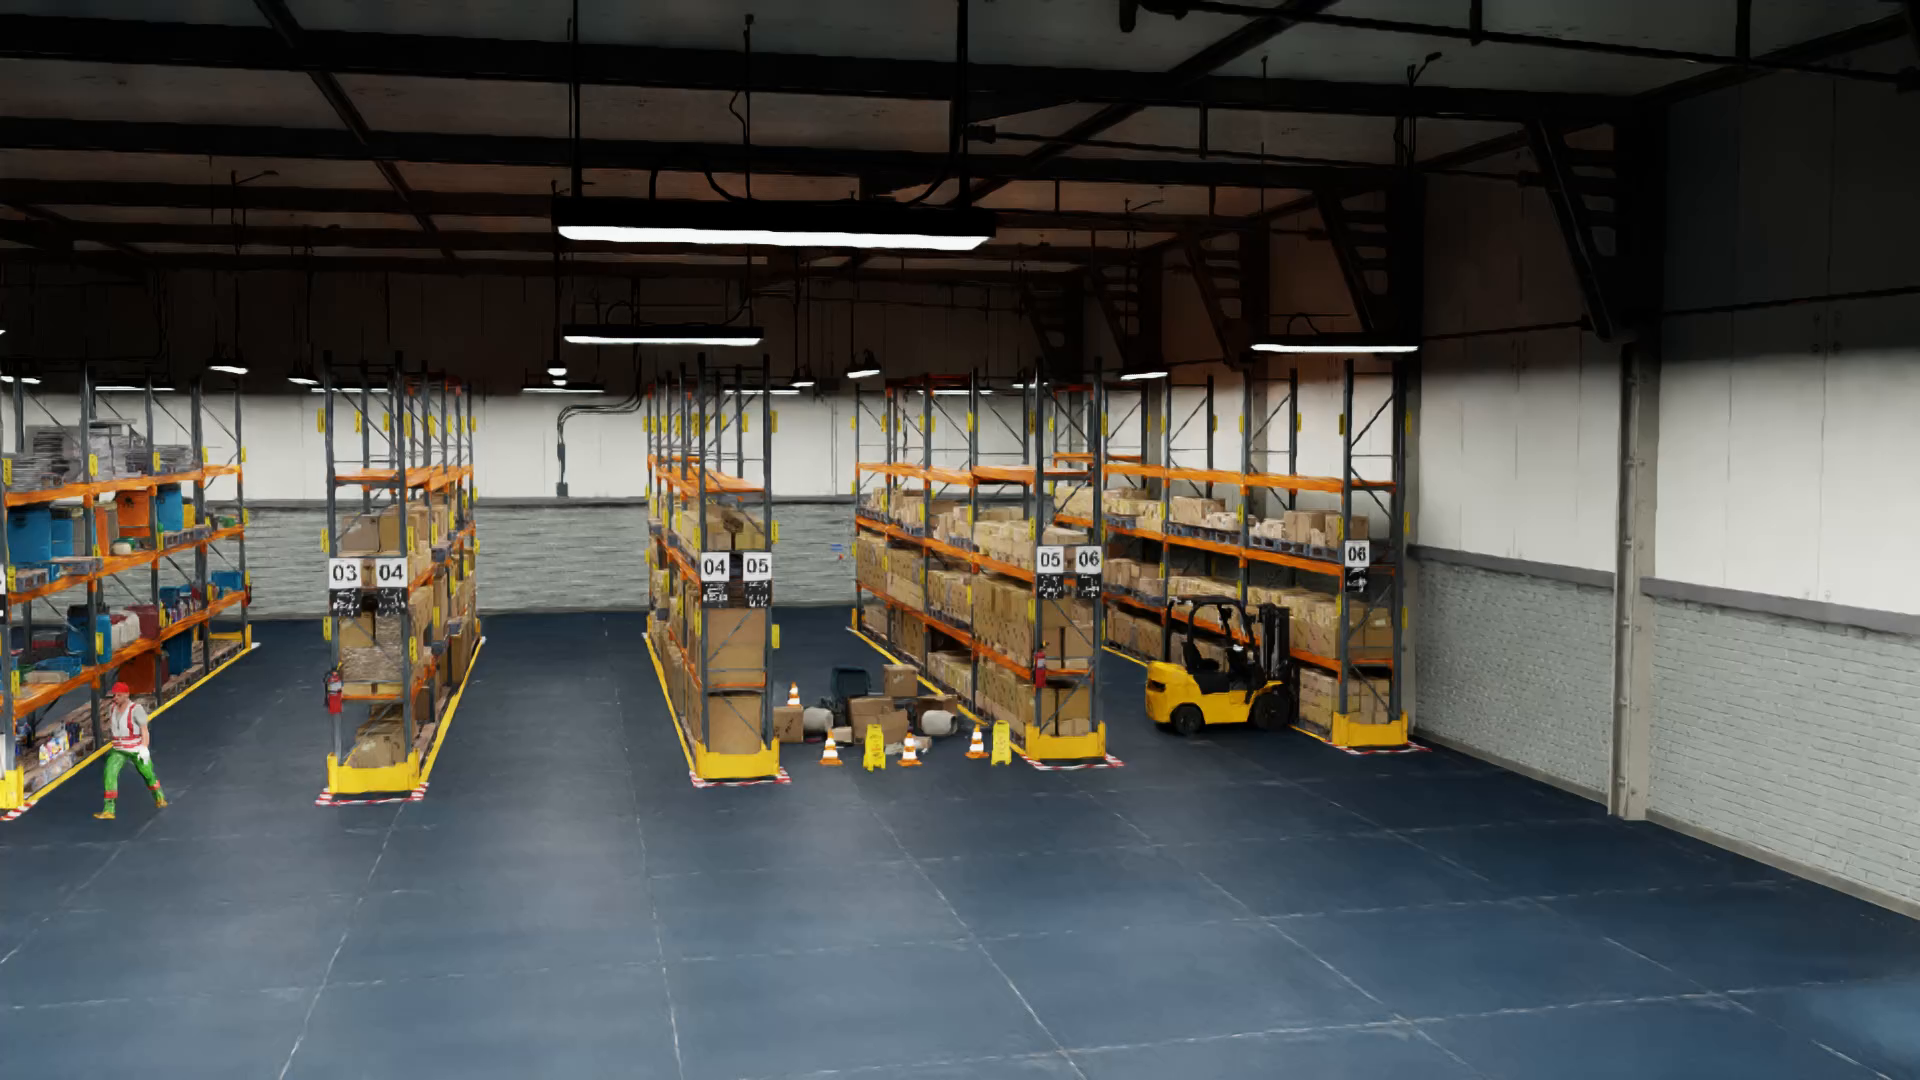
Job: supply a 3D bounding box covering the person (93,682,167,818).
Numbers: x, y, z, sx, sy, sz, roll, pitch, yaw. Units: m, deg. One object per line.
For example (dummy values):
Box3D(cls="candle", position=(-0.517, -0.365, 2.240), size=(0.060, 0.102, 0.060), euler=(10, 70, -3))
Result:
Box3D(cls="person", position=(-10.642, 2.662, 21.313), size=(0.598, 1.734, 0.988), euler=(1, 4, 8))
